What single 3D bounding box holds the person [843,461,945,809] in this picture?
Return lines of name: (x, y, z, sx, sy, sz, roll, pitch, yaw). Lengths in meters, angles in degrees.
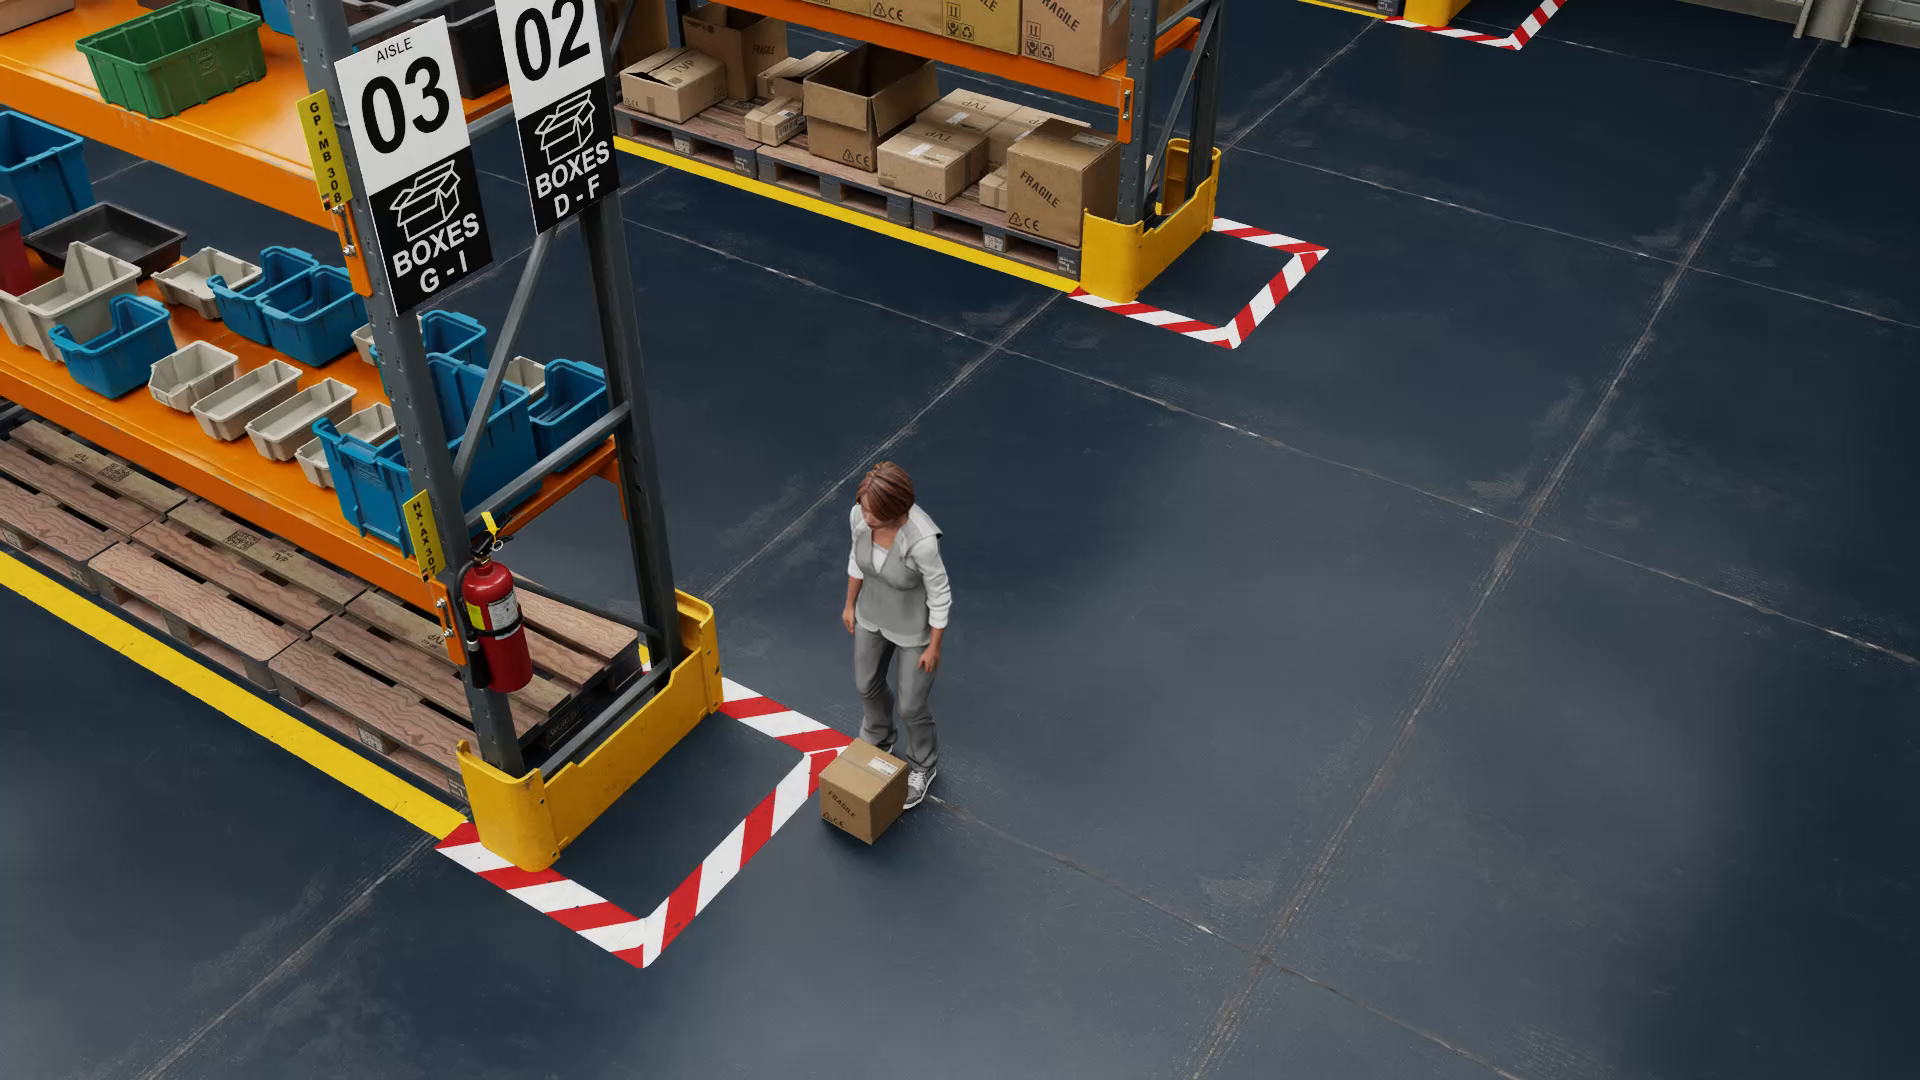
person: (-0.253, 0.339, 6.269, 0.449, 1.591, 0.317, 24, 45, 27)
